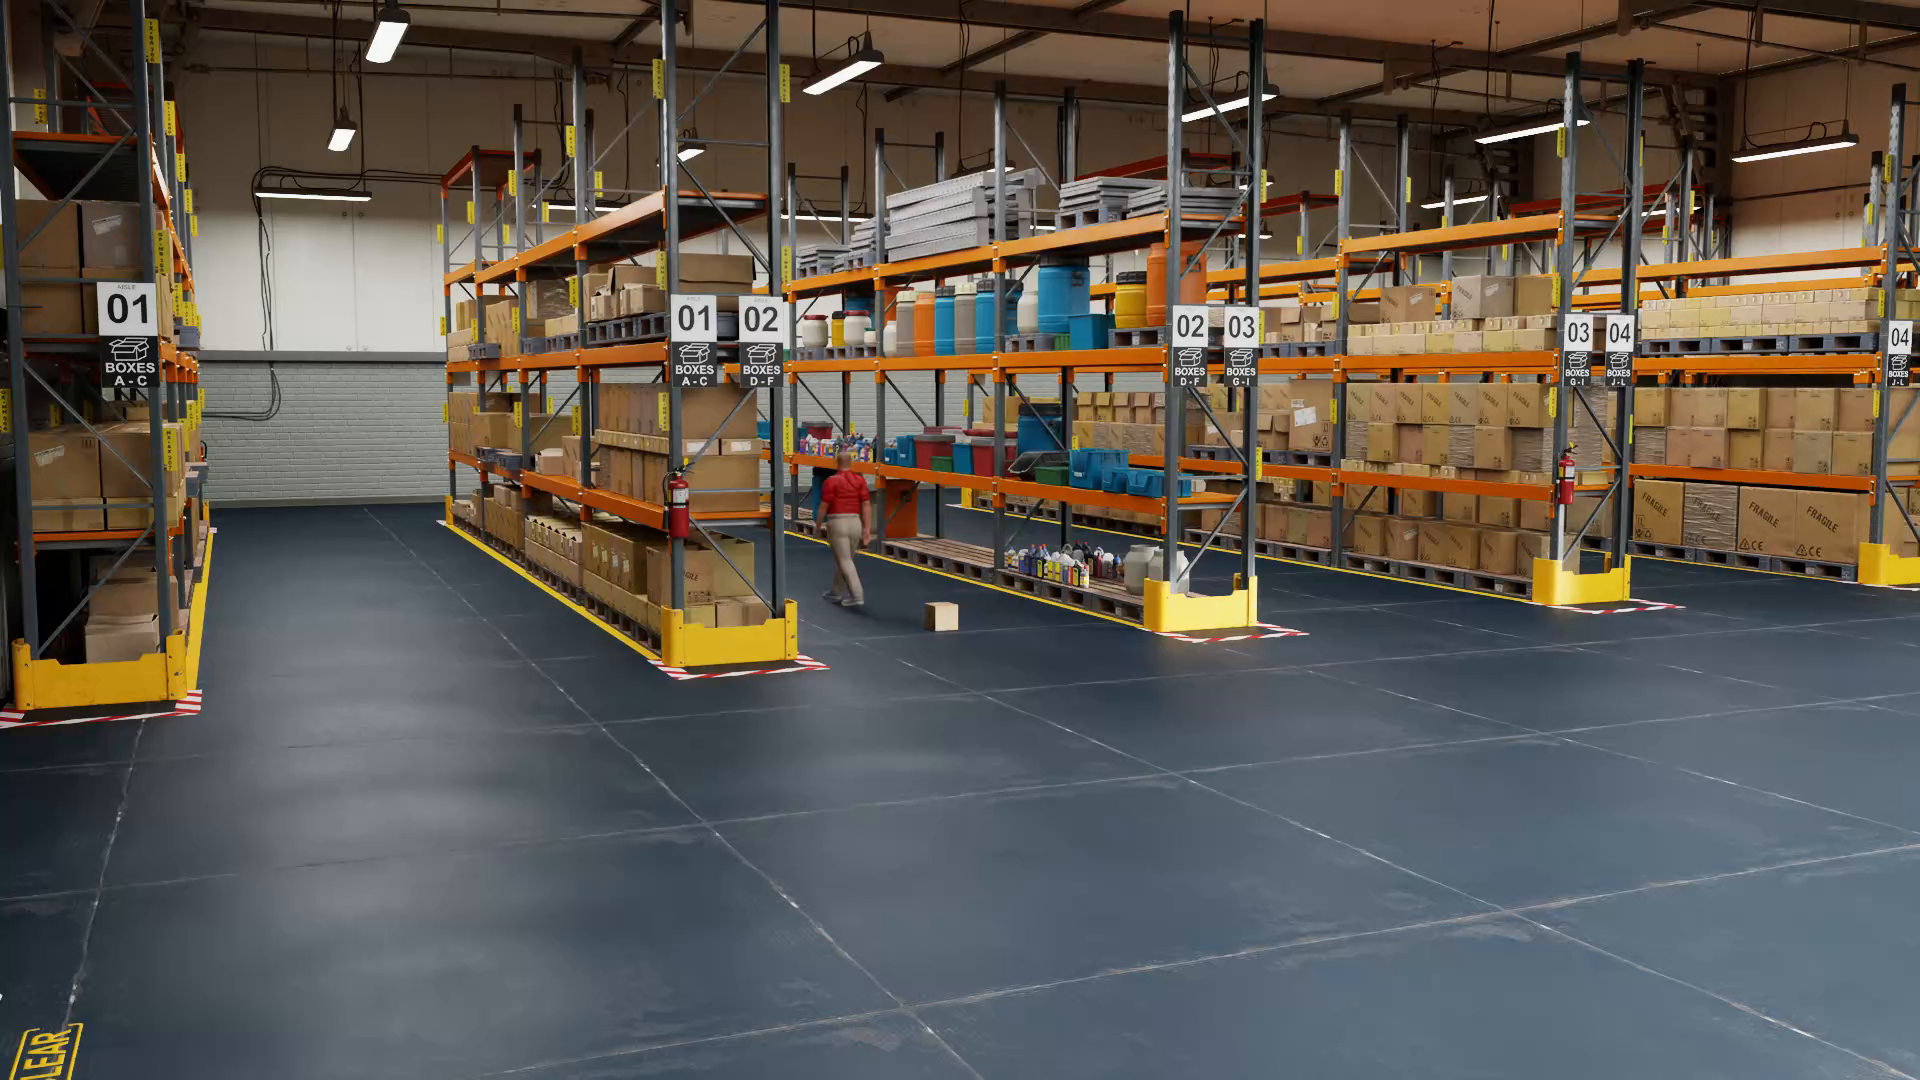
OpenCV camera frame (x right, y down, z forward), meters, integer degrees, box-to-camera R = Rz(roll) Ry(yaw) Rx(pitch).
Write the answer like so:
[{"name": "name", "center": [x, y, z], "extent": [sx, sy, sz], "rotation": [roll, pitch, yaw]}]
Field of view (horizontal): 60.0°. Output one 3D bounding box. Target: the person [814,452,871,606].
[{"name": "person", "center": [-1.319, -0.138, 18.179], "extent": [0.548, 1.662, 1.043], "rotation": [-4, 7, -36]}]
